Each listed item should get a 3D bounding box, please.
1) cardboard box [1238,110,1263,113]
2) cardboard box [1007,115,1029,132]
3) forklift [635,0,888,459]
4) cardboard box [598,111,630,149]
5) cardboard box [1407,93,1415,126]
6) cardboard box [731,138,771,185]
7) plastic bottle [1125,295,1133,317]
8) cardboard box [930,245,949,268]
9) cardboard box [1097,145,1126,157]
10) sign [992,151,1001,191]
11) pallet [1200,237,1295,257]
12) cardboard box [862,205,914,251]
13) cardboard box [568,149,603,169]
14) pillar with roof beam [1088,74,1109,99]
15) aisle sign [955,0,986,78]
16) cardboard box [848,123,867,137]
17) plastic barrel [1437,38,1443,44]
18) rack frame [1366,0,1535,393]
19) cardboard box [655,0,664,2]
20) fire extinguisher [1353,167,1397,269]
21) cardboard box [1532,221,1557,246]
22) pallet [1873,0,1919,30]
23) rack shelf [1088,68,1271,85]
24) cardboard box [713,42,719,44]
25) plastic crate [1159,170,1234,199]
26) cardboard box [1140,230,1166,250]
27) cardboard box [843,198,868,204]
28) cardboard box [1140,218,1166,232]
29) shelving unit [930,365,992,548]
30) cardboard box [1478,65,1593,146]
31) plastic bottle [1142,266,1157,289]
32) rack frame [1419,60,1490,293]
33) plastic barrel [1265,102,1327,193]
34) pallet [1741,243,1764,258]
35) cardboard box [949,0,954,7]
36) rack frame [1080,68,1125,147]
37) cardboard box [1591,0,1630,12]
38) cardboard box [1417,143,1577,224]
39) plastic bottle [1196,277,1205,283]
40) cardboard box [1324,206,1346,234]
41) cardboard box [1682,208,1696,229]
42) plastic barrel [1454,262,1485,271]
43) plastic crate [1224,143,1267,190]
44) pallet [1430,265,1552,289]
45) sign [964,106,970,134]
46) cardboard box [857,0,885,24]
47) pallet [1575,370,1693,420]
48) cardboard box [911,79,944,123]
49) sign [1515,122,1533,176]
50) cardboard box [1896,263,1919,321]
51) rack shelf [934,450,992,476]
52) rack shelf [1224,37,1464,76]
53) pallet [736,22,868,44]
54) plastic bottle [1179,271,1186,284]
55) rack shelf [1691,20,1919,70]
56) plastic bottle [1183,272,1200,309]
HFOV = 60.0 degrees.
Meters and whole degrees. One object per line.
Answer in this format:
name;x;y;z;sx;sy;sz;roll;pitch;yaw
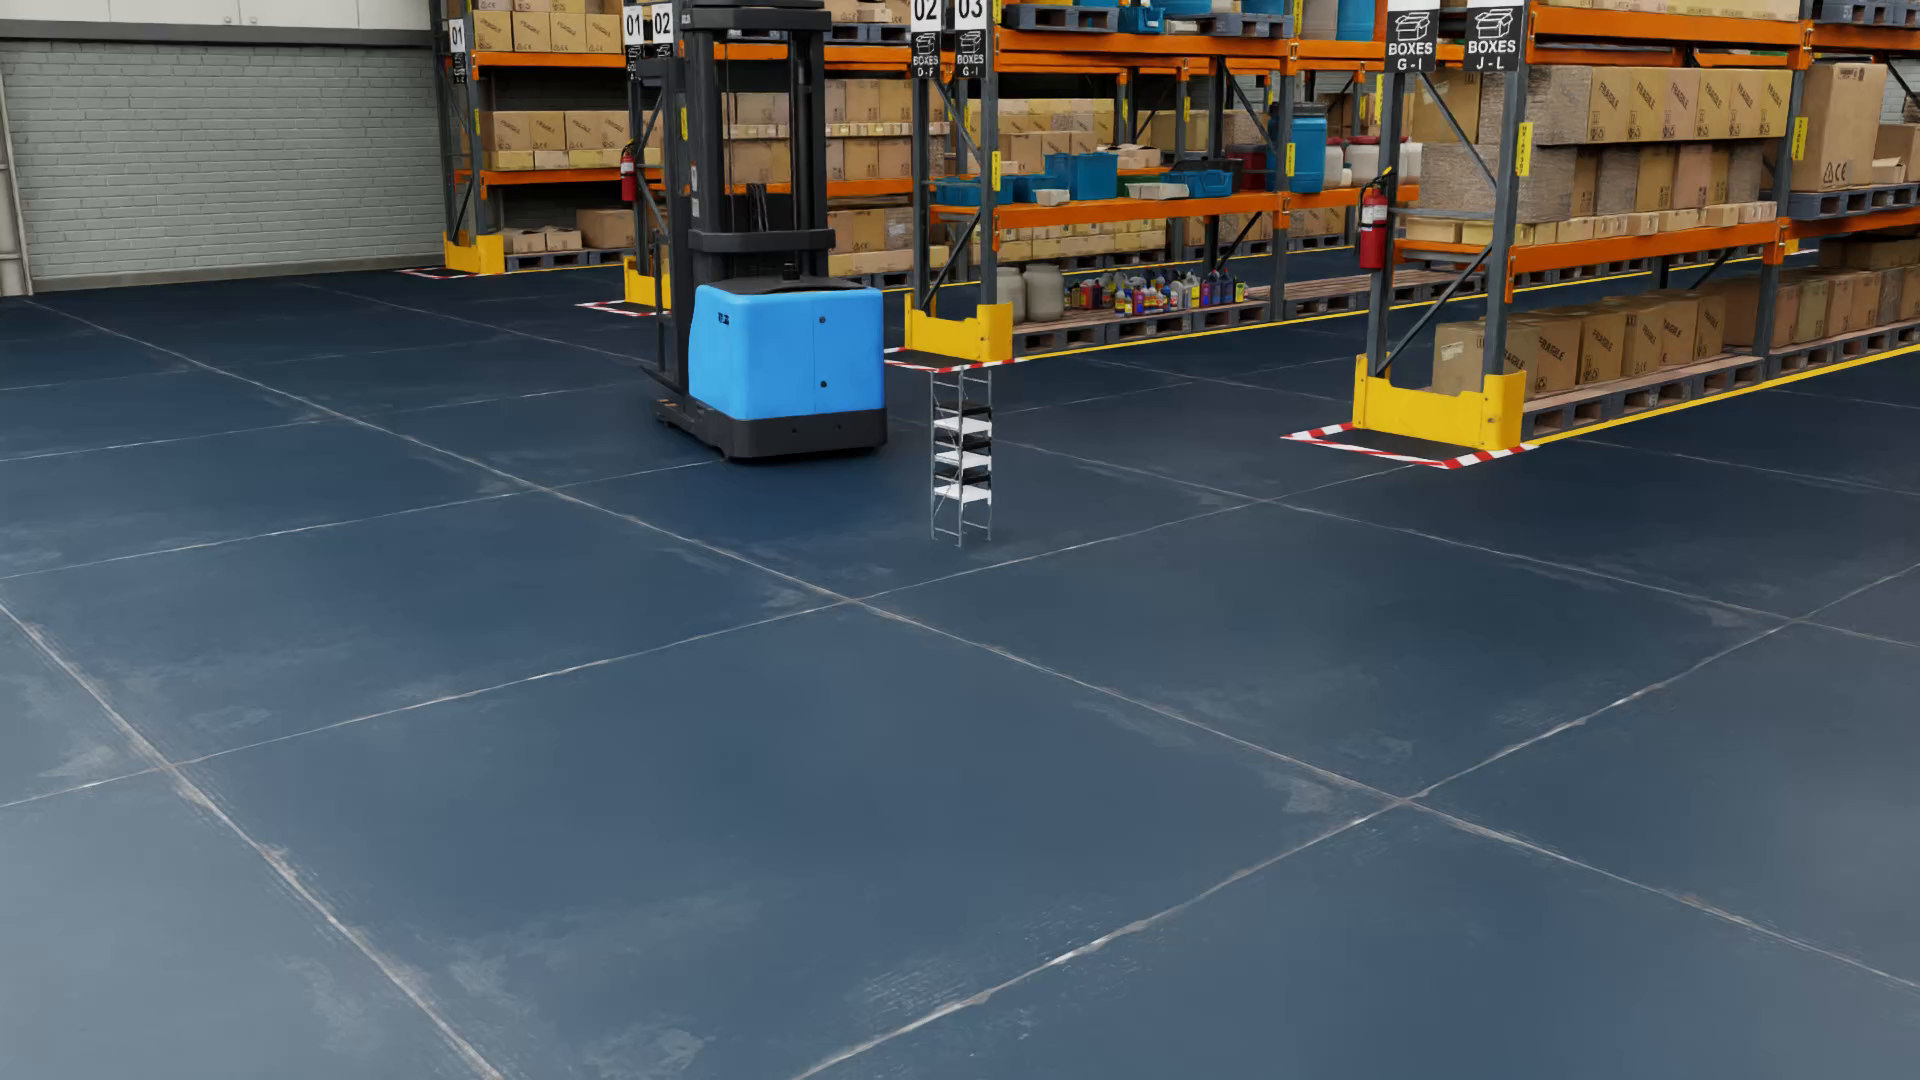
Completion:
cardboard box;5.140;-7.817;31.621;0.700;0.700;0.980;-12;19;-37
cardboard box;0.794;-6.810;27.624;0.500;0.500;0.500;-13;20;-40
forklift;-1.562;-2.262;11.538;1.130;2.935;3.031;-7;16;-25
cardboard box;-4.839;-5.630;22.812;0.500;0.500;0.500;-12;19;-38
cardboard box;7.073;-6.850;26.451;0.500;0.500;0.500;-13;20;-41
cardboard box;-2.544;-4.301;18.846;0.500;0.500;0.700;-12;19;-38
plastic bottle;1.602;-2.246;15.916;0.097;0.201;0.097;0;15;0
cardboard box;-0.486;-3.517;20.619;0.500;0.250;0.500;-13;19;-39
cardboard box;1.936;-5.285;22.894;0.500;0.311;0.500;-13;20;-40
sign;0.309;-3.147;14.183;0.005;0.325;0.100;-13;19;-39
pallet;4.246;-4.419;24.884;1.213;0.211;1.003;-13;19;-39
cardboard box;-0.871;-3.797;20.214;0.500;0.500;0.500;-13;19;-39
cardboard box;-5.205;-5.184;22.597;0.500;0.250;0.500;-13;20;-40
pillar with roof beam;5.287;-9.430;26.616;0.400;9.000;9.100;-13;19;-39
aisle sign;0.090;-4.308;14.028;0.004;0.787;0.394;-13;19;-39
cardboard box;-1.303;-4.823;19.543;0.250;0.149;0.380;-12;19;-38
plastic barrel;5.181;-5.598;18.351;0.301;0.262;0.301;0;15;0
rack frame;3.203;-2.157;11.013;0.127;3.000;1.000;-13;19;-39
cardboard box;-4.143;-7.485;22.976;0.500;0.500;0.500;-11;19;-36
fire extinguisher;2.814;-2.190;11.286;0.183;0.674;0.296;-13;19;-39
cardboard box;3.776;-2.076;11.197;0.250;0.149;0.380;-13;19;-39
pallet;7.536;-4.453;14.161;1.003;0.211;1.213;-13;19;-39
rack shelf;4.010;-8.523;30.428;4.000;0.370;1.077;-13;19;-39
cardboard box;-3.755;-7.101;23.476;0.500;0.500;0.500;-12;19;-38
plastic crate;2.312;-3.487;16.279;0.616;0.251;0.499;-13;19;-39
cardboard box;2.501;-4.179;23.098;0.500;0.250;0.500;-12;19;-38
cardboard box;-1.847;-5.124;26.110;0.500;0.500;0.700;-13;20;-40
cardboard box;2.504;-4.450;23.026;0.500;0.311;0.500;-12;19;-38
shelving unit;0.006;-0.436;8.639;0.210;0.900;0.258;-13;19;-39
cardboard box;3.797;-2.872;10.983;0.500;0.500;0.500;-13;19;-39
plastic bottle;1.945;-2.644;17.116;0.185;0.351;0.144;-14;20;-42
rack frame;5.987;-4.477;19.696;0.127;3.000;1.000;-13;19;-39
plastic barrel;3.459;-4.048;17.119;0.708;0.901;0.600;-13;19;-39
pallet;11.374;-4.352;24.635;1.213;0.211;1.003;-13;19;-39
cardboard box;0.212;-6.803;20.616;0.500;0.500;0.500;-12;19;-39
rack frame;2.501;-7.083;29.454;0.127;3.000;1.000;-13;19;-39
cardboard box;4.121;-3.654;11.094;0.500;0.250;0.500;-13;20;-41
cardboard box;3.636;-2.437;11.291;0.500;0.500;0.875;-13;19;-39
plastic bottle;2.412;-2.522;16.806;0.135;0.276;0.152;-13;19;-39
cardboard box;5.571;-4.985;25.590;0.500;0.500;0.500;-13;20;-40
cardboard box;5.276;-2.418;12.475;0.250;0.149;0.380;-13;19;-39
plastic barrel;6.344;-3.717;20.245;0.708;0.830;0.600;-13;19;-39
plastic crate;3.134;-3.971;17.682;0.583;0.464;0.402;-13;19;-39
pallet;6.554;-3.271;20.587;1.213;0.211;1.003;-13;19;-39
sign;0.086;-5.113;20.247;0.005;0.325;0.100;-13;19;-39
cardboard box;-1.240;-6.315;19.855;0.500;0.311;0.500;-14;20;-42
pallet;4.816;-1.159;12.680;1.213;0.211;1.003;-13;19;-39
cardboard box;-0.610;-5.363;20.306;0.500;0.500;0.700;-13;19;-39
sign;3.559;-2.470;10.506;0.005;0.325;0.100;-13;19;-39
cardboard box;8.746;-2.400;15.913;0.500;0.500;0.700;-14;20;-42
rack shelf;0.006;-0.404;8.648;0.200;0.077;0.258;-13;19;-39
rack shelf;4.478;-5.239;18.134;4.000;0.370;1.077;-13;19;-39
pallet;-1.826;-5.815;19.067;1.213;0.211;1.003;-13;19;-39
plastic bottle;2.285;-2.650;17.269;0.133;0.283;0.061;-13;19;-39
rack shelf;7.729;-4.275;14.524;4.000;0.370;1.077;-13;19;-39
plastic bottle;2.284;-2.479;16.500;0.185;0.351;0.144;-13;20;-40
